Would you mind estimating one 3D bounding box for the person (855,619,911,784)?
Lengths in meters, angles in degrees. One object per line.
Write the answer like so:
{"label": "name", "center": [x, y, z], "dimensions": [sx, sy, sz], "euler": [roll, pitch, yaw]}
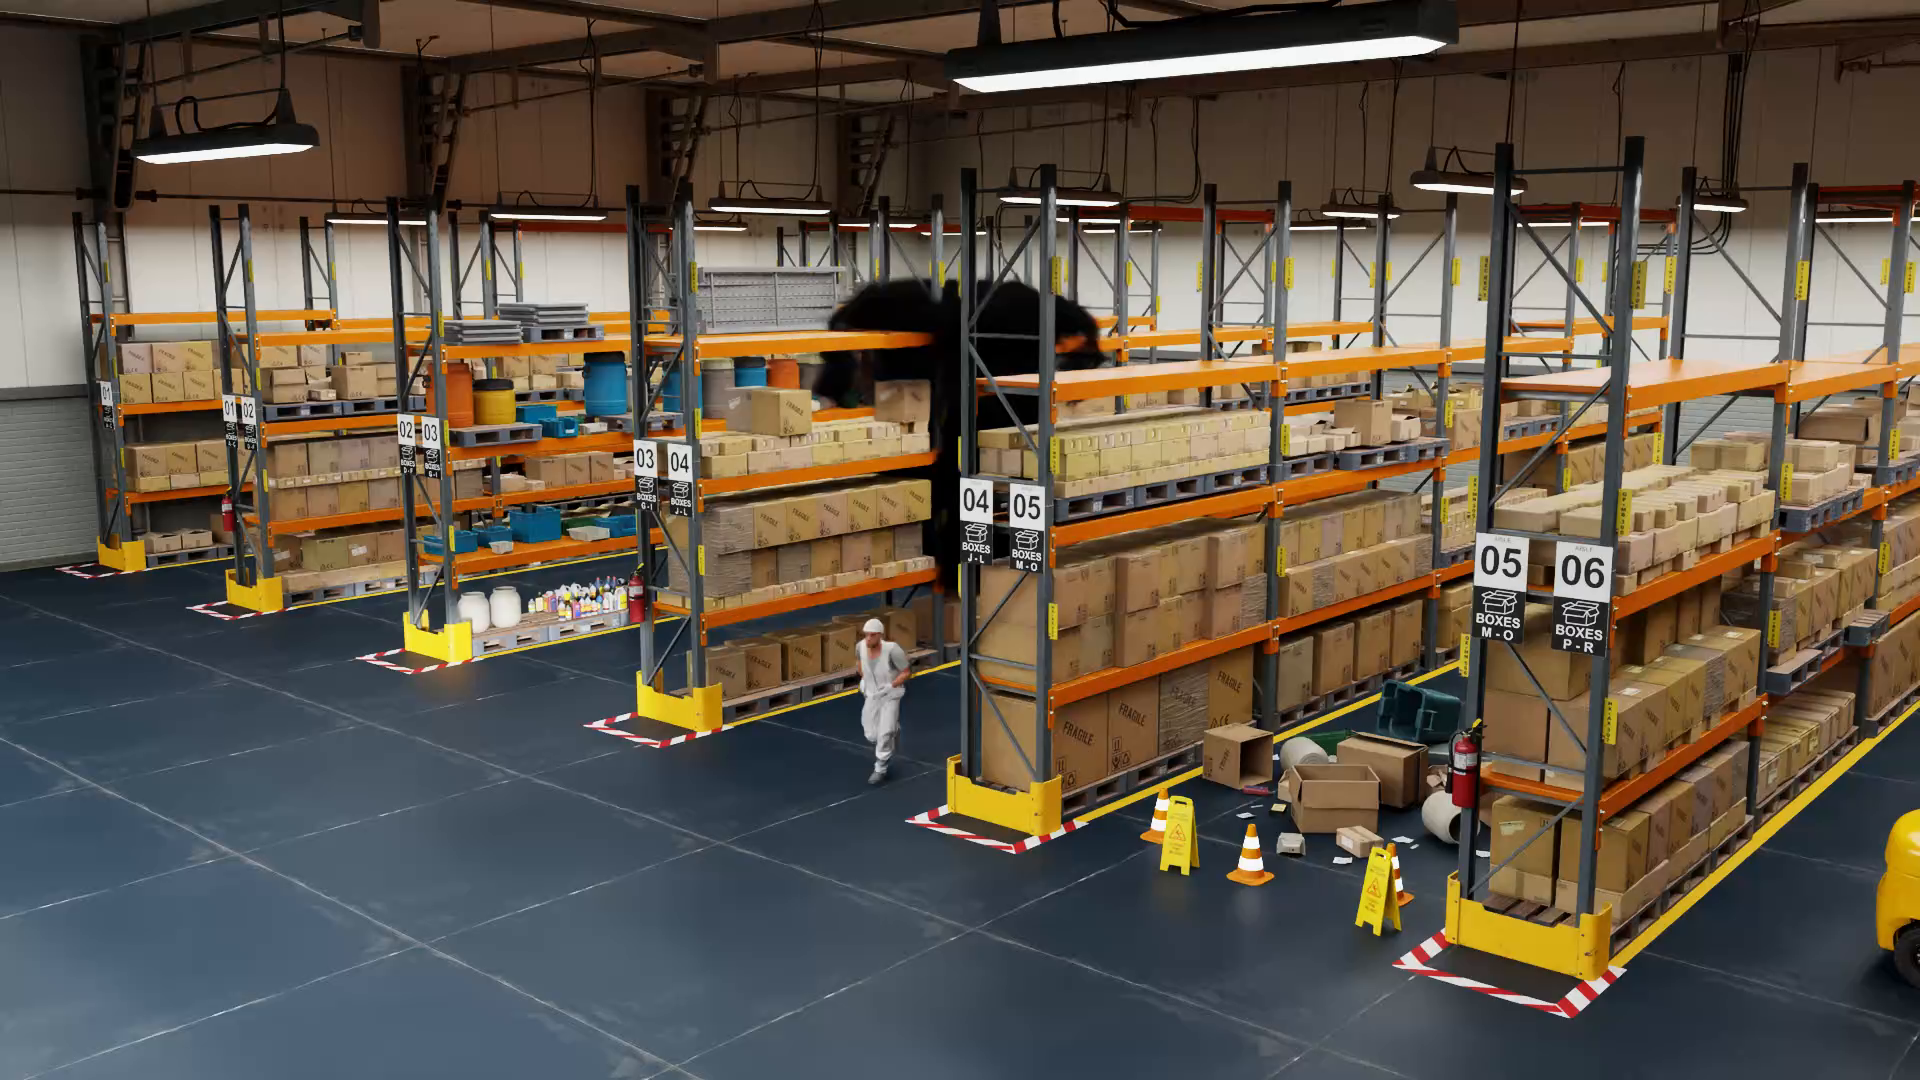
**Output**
{"label": "person", "center": [-0.766, 1.587, 16.706], "dimensions": [0.654, 1.712, 0.777], "euler": [3, 10, 20]}
